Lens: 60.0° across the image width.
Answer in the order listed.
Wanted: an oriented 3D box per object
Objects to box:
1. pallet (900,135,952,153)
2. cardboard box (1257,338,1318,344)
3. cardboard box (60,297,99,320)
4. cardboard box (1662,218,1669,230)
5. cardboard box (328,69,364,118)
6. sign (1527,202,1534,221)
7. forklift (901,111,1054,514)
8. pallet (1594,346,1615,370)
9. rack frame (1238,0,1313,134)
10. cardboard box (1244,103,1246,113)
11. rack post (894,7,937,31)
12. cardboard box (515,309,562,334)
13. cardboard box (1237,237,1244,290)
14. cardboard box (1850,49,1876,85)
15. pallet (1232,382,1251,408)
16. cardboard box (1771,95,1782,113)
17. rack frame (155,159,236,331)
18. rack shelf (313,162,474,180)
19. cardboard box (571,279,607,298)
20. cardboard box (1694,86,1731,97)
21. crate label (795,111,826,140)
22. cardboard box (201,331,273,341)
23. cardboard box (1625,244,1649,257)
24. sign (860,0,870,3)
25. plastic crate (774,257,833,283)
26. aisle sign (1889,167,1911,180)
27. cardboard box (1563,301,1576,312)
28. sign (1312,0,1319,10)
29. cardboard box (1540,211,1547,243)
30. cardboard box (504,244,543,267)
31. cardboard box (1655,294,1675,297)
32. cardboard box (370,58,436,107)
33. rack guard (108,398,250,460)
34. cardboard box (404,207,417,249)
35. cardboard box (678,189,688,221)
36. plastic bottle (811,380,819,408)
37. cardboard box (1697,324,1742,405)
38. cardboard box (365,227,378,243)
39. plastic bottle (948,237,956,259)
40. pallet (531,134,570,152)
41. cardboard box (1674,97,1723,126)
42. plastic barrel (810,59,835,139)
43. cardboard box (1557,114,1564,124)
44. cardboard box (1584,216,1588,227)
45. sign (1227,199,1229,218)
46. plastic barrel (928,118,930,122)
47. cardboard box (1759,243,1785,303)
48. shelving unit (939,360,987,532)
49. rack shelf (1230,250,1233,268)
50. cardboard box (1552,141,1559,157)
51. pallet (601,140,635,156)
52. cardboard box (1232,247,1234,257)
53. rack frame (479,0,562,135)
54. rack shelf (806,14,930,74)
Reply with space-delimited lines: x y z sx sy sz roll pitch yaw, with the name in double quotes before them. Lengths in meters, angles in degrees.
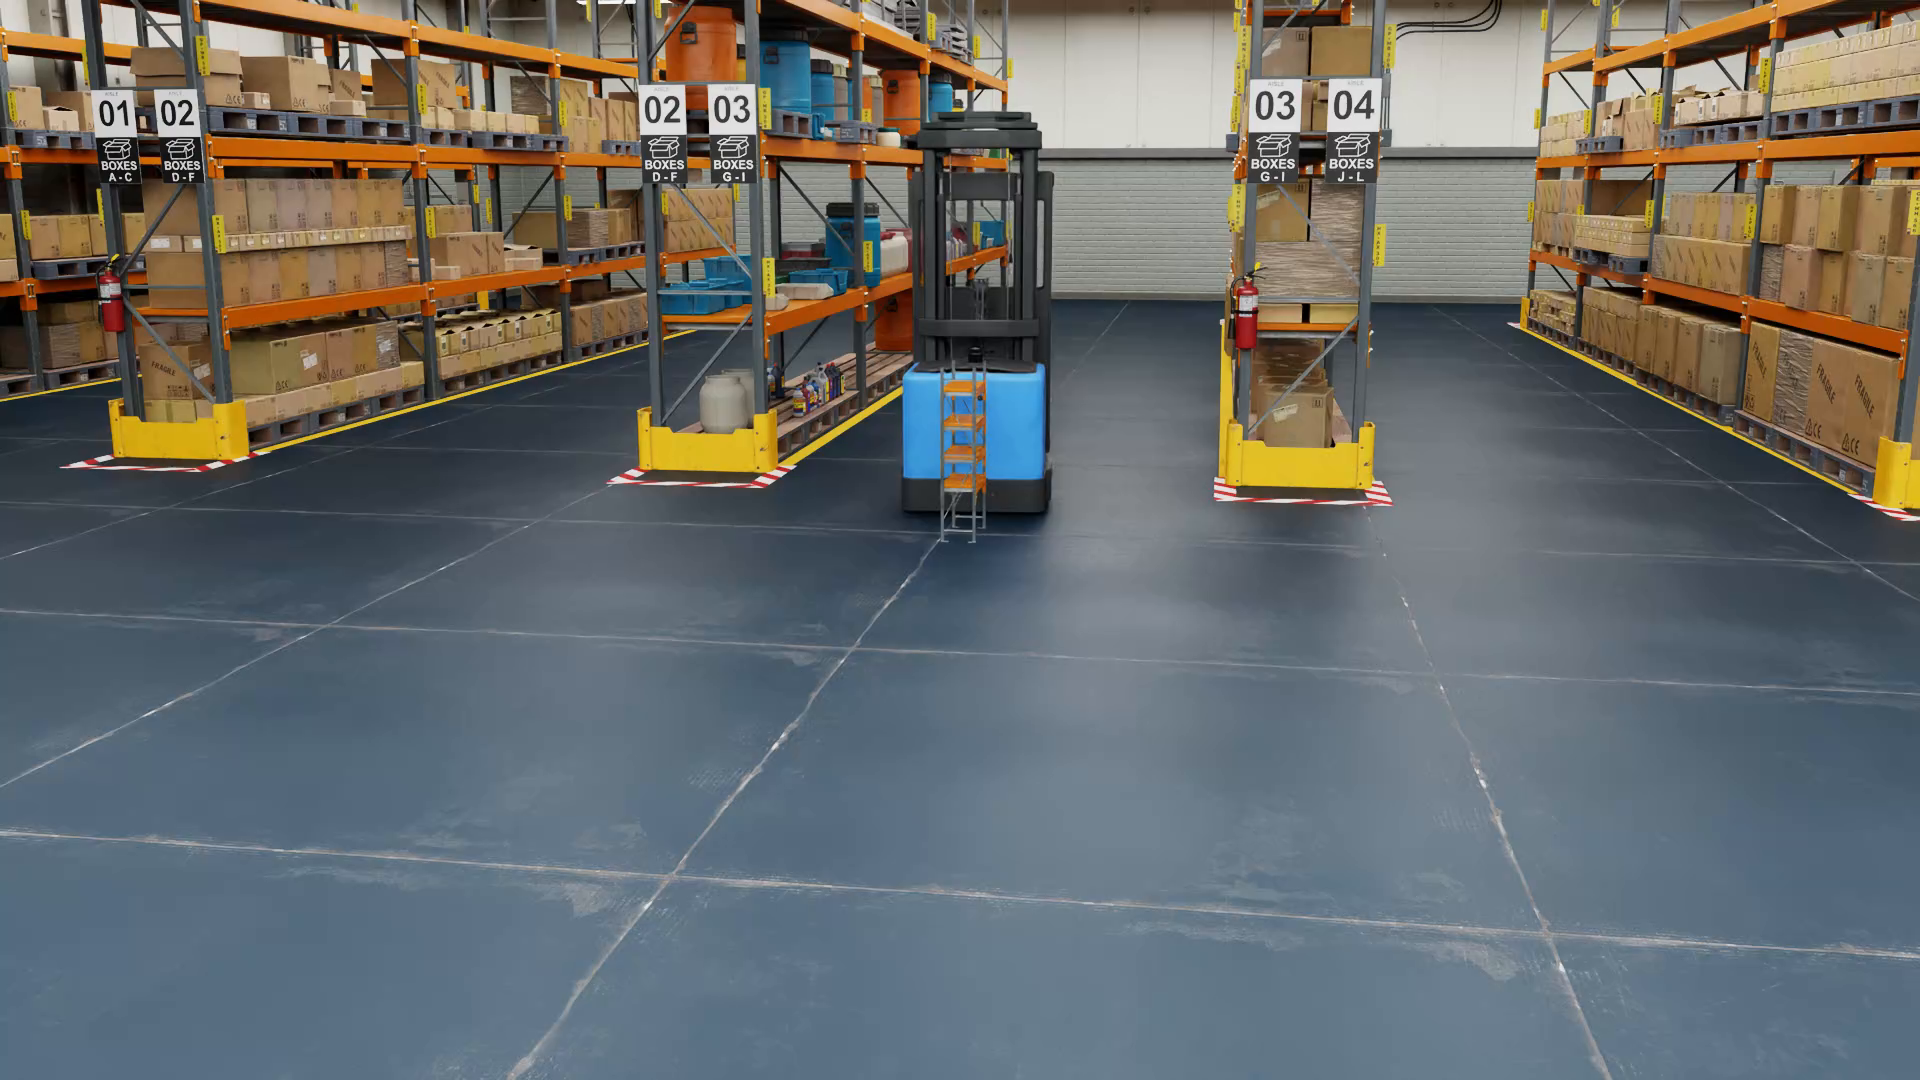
"pallet" -0.694 -5.269 22.152 1.003 0.211 1.213 2 12 9
"cardboard box" 3.579 -1.965 18.380 0.700 0.500 0.500 2 12 8
"cardboard box" -11.075 -2.941 21.130 0.500 0.250 0.500 2 12 7
"cardboard box" 9.296 -4.079 21.486 0.380 0.149 0.250 2 12 11
"cardboard box" -6.755 -4.760 17.776 0.500 0.500 0.500 3 13 13
"sign" 9.566 -5.503 27.853 0.100 0.325 0.005 2 12 9
"forklift" 9.223 -2.136 14.446 18.991 2.935 6.636 1 12 4
"pallet" 9.183 -2.450 22.359 1.003 0.211 1.213 2 12 9
"rack frame" 4.601 -7.344 24.211 1.000 3.000 0.127 2 12 9
"cardboard box" 3.016 -4.276 16.506 0.380 0.149 0.250 2 12 7
"rack post" -0.837 -6.787 21.806 0.954 0.300 0.937 2 12 9
"cardboard box" -5.639 -2.919 22.115 0.500 0.311 0.500 2 12 10
"cardboard box" 2.826 -2.329 14.238 0.875 0.500 0.500 2 12 9
"cardboard box" 7.596 -3.844 13.505 0.500 0.250 0.500 2 12 8
"pallet" 3.489 -1.545 18.161 1.003 0.211 1.213 2 12 9
"cardboard box" 7.864 -4.097 15.627 0.380 0.149 0.250 2 12 8
"rack frame" -10.697 -4.060 23.213 1.000 3.000 0.127 2 12 9
"rack shelf" -9.774 -6.424 28.769 1.077 0.370 4.000 2 12 9
"cardboard box" -5.656 -3.792 25.077 0.500 0.250 0.500 2 12 9
"cardboard box" 9.285 -5.469 20.576 0.396 0.266 0.258 2 12 9
"crate label" -1.524 -3.846 15.454 0.502 0.251 0.408 2 12 9
"cardboard box" -7.104 -1.793 16.442 0.500 0.500 0.500 2 12 9
"cardboard box" 8.493 -3.597 20.664 0.380 0.149 0.250 2 12 10
"sign" -0.981 -5.717 17.157 0.100 0.325 0.005 2 12 9
"plastic crate" -1.729 -2.771 17.380 0.767 0.338 0.504 2 12 9
"aisle sign" 15.326 -6.199 26.966 0.394 0.787 0.004 2 12 9
"cardboard box" 9.316 -3.521 25.070 0.380 0.149 0.250 2 12 8
"sign" 5.139 -7.824 24.034 0.100 0.325 0.005 2 12 9
"cardboard box" 9.703 -5.060 26.908 0.500 0.500 0.500 2 12 9
"cardboard box" -5.901 -3.783 22.137 0.500 0.311 0.500 3 12 12
"cardboard box" 9.383 -3.091 21.871 0.500 0.250 0.500 2 12 9
"cardboard box" -6.283 -5.160 18.775 0.500 0.500 0.500 2 12 9
"rack guard" -7.036 -1.008 14.985 1.175 0.500 0.348 2 12 9
"cardboard box" -9.865 -5.304 28.271 0.980 0.700 0.700 2 12 7
"cardboard box" -4.757 -5.467 27.131 0.500 0.500 0.500 1 12 7
"plastic bottle" -1.452 -1.457 16.565 0.097 0.271 0.097 0 12 0
"cardboard box" 8.263 -1.802 17.078 1.050 0.750 0.750 2 12 8
"cardboard box" -6.364 -3.209 17.489 0.380 0.149 0.250 2 12 9
"plastic bottle" -0.139 -4.307 24.477 0.144 0.351 0.185 2 12 9
"pallet" -5.818 -5.130 21.507 1.213 0.211 1.003 2 12 11
"cardboard box" 8.543 -4.930 19.108 0.500 0.311 0.500 2 12 9
"plastic barrel" -1.659 -4.731 18.015 0.600 0.901 0.708 2 12 9
"cardboard box" 9.548 -6.568 25.955 0.380 0.149 0.250 2 12 10
"cardboard box" 8.893 -4.424 23.090 0.380 0.149 0.250 2 12 9
"sign" 4.669 -5.725 28.696 0.100 0.325 0.005 2 12 9
"plastic barrel" -0.518 -5.548 22.369 0.294 0.245 0.294 0 12 0
"cardboard box" 8.211 -2.560 15.898 0.875 0.550 0.550 2 12 9
"shelving unit" 0.026 -0.621 11.529 0.258 1.200 0.499 2 12 9
"rack shelf" 4.909 -4.476 26.850 1.077 0.370 4.000 2 12 9
"cardboard box" 9.628 -6.153 26.160 0.500 0.250 0.500 1 12 7
"pallet" -5.513 -5.758 24.418 1.213 0.211 1.003 2 12 9
"cardboard box" 4.324 -4.363 25.213 0.380 0.149 0.250 2 12 9
"rack frame" -5.802 -6.833 21.840 1.000 3.000 0.127 2 12 9
"rack shelf" -1.216 -5.708 19.278 1.077 0.370 4.000 2 12 9
